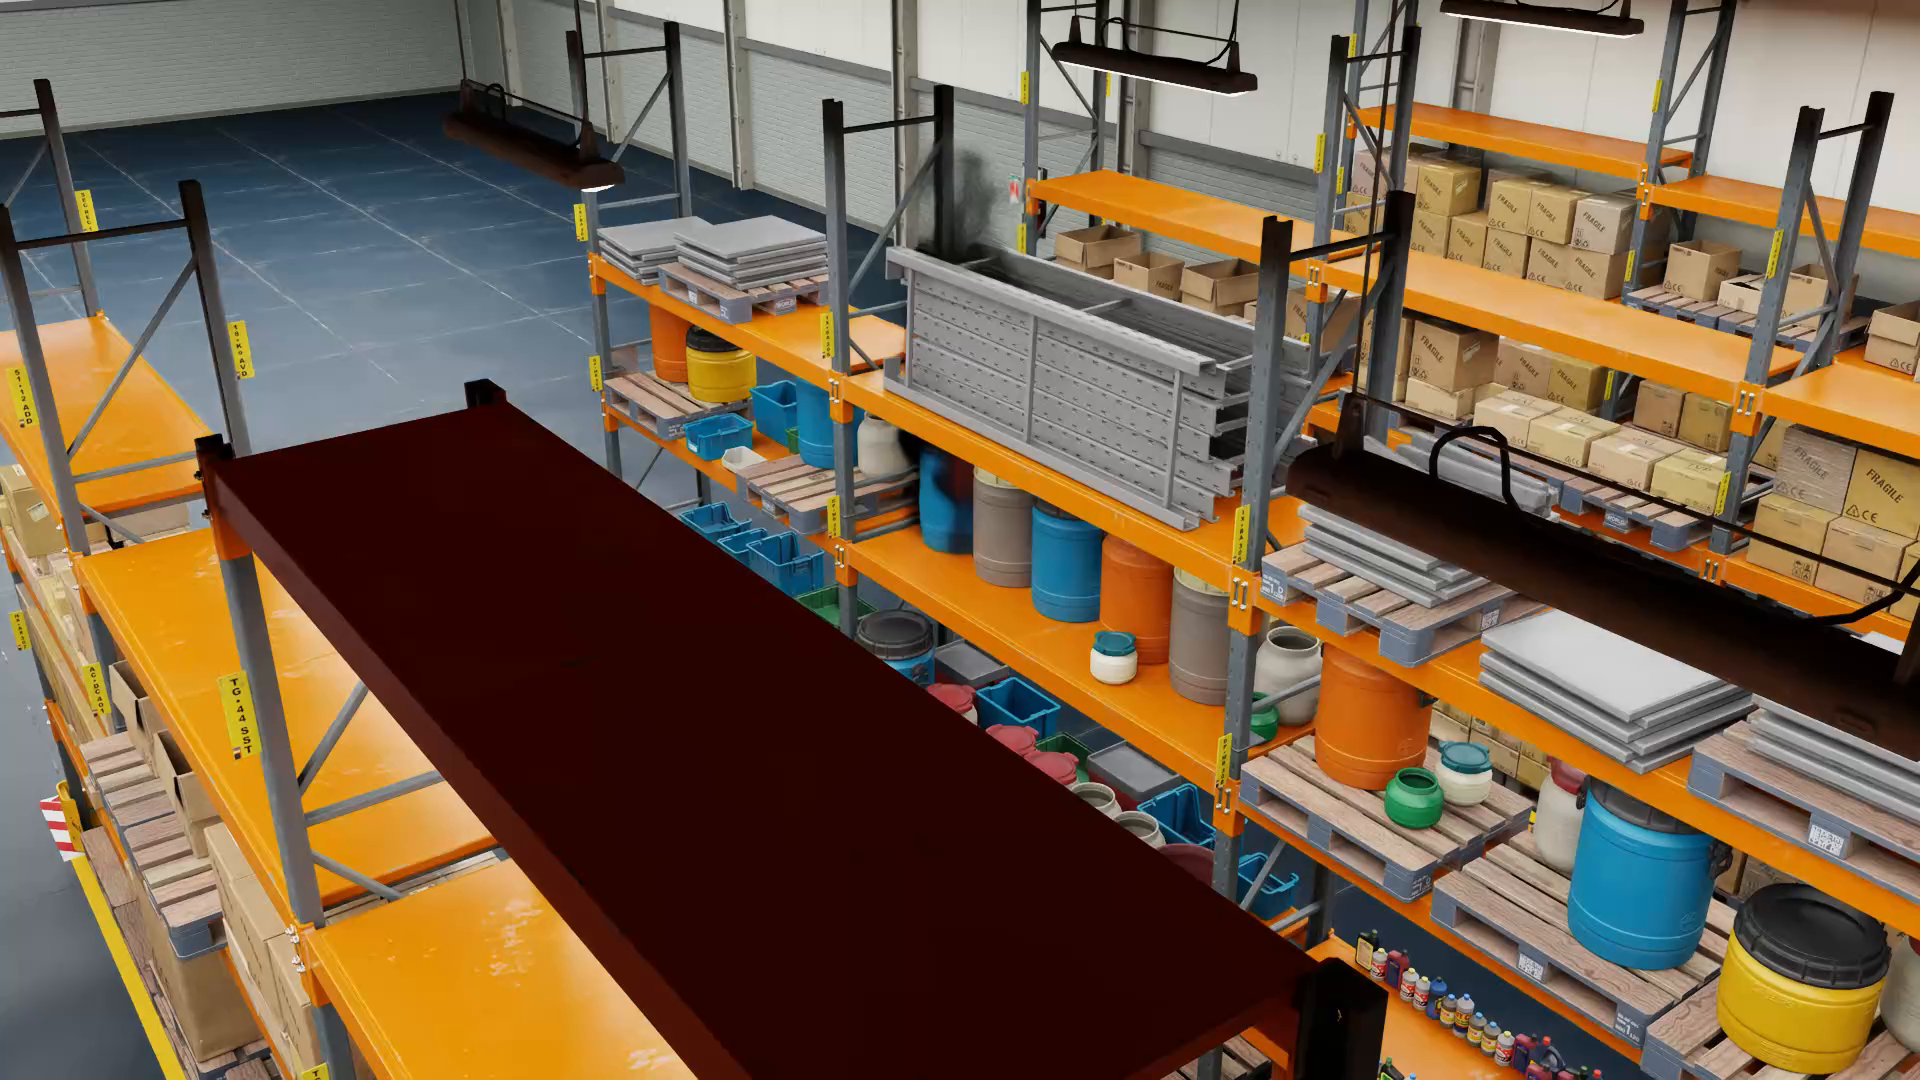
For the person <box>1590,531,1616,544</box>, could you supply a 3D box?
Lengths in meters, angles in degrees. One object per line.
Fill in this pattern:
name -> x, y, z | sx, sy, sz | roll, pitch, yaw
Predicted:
person -> 5.952, 0.581, 15.693 | 0.661, 1.731, 0.585 | -14, 28, -28
